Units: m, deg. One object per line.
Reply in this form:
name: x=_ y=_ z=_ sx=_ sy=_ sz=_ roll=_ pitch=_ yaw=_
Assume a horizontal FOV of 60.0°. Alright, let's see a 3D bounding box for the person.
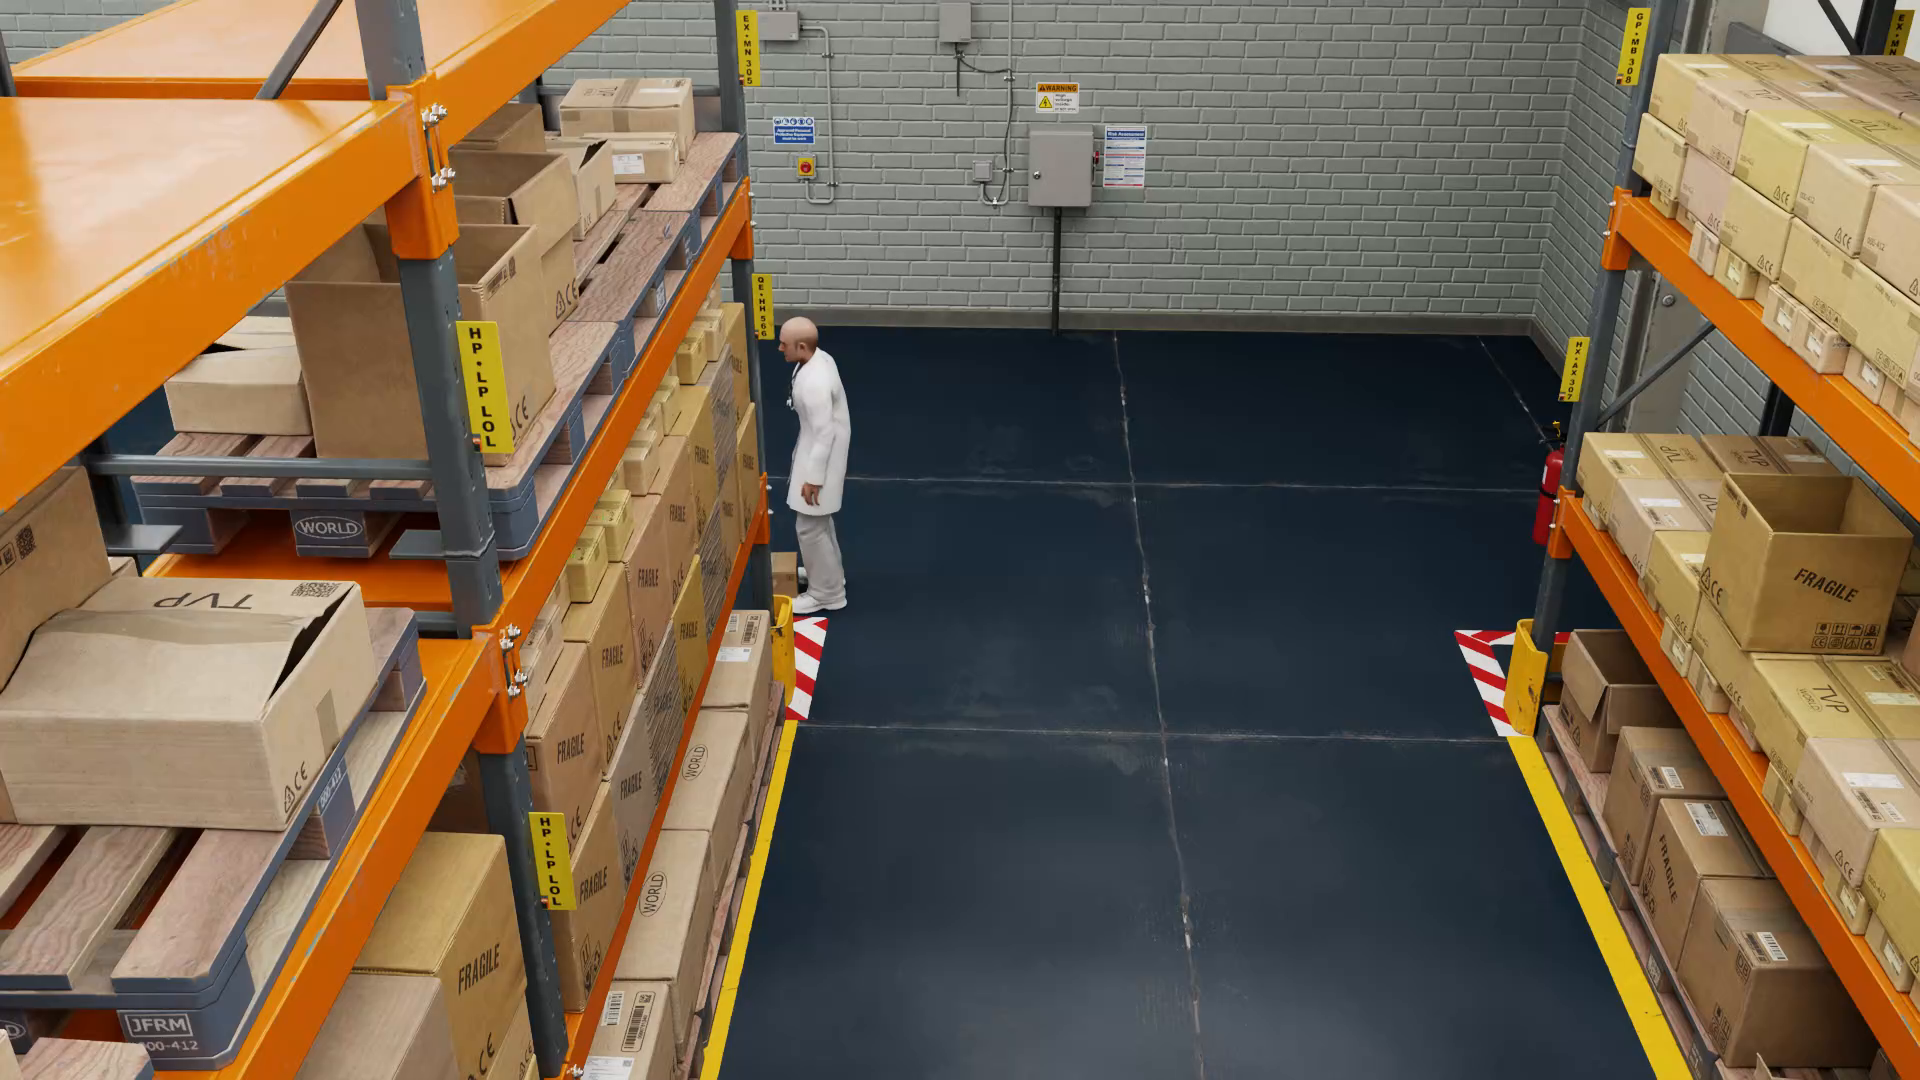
person: x=-0.832 y=-0.436 z=9.473 sx=0.429 sy=1.772 sz=0.644 roll=-2 pitch=28 yaw=-4
